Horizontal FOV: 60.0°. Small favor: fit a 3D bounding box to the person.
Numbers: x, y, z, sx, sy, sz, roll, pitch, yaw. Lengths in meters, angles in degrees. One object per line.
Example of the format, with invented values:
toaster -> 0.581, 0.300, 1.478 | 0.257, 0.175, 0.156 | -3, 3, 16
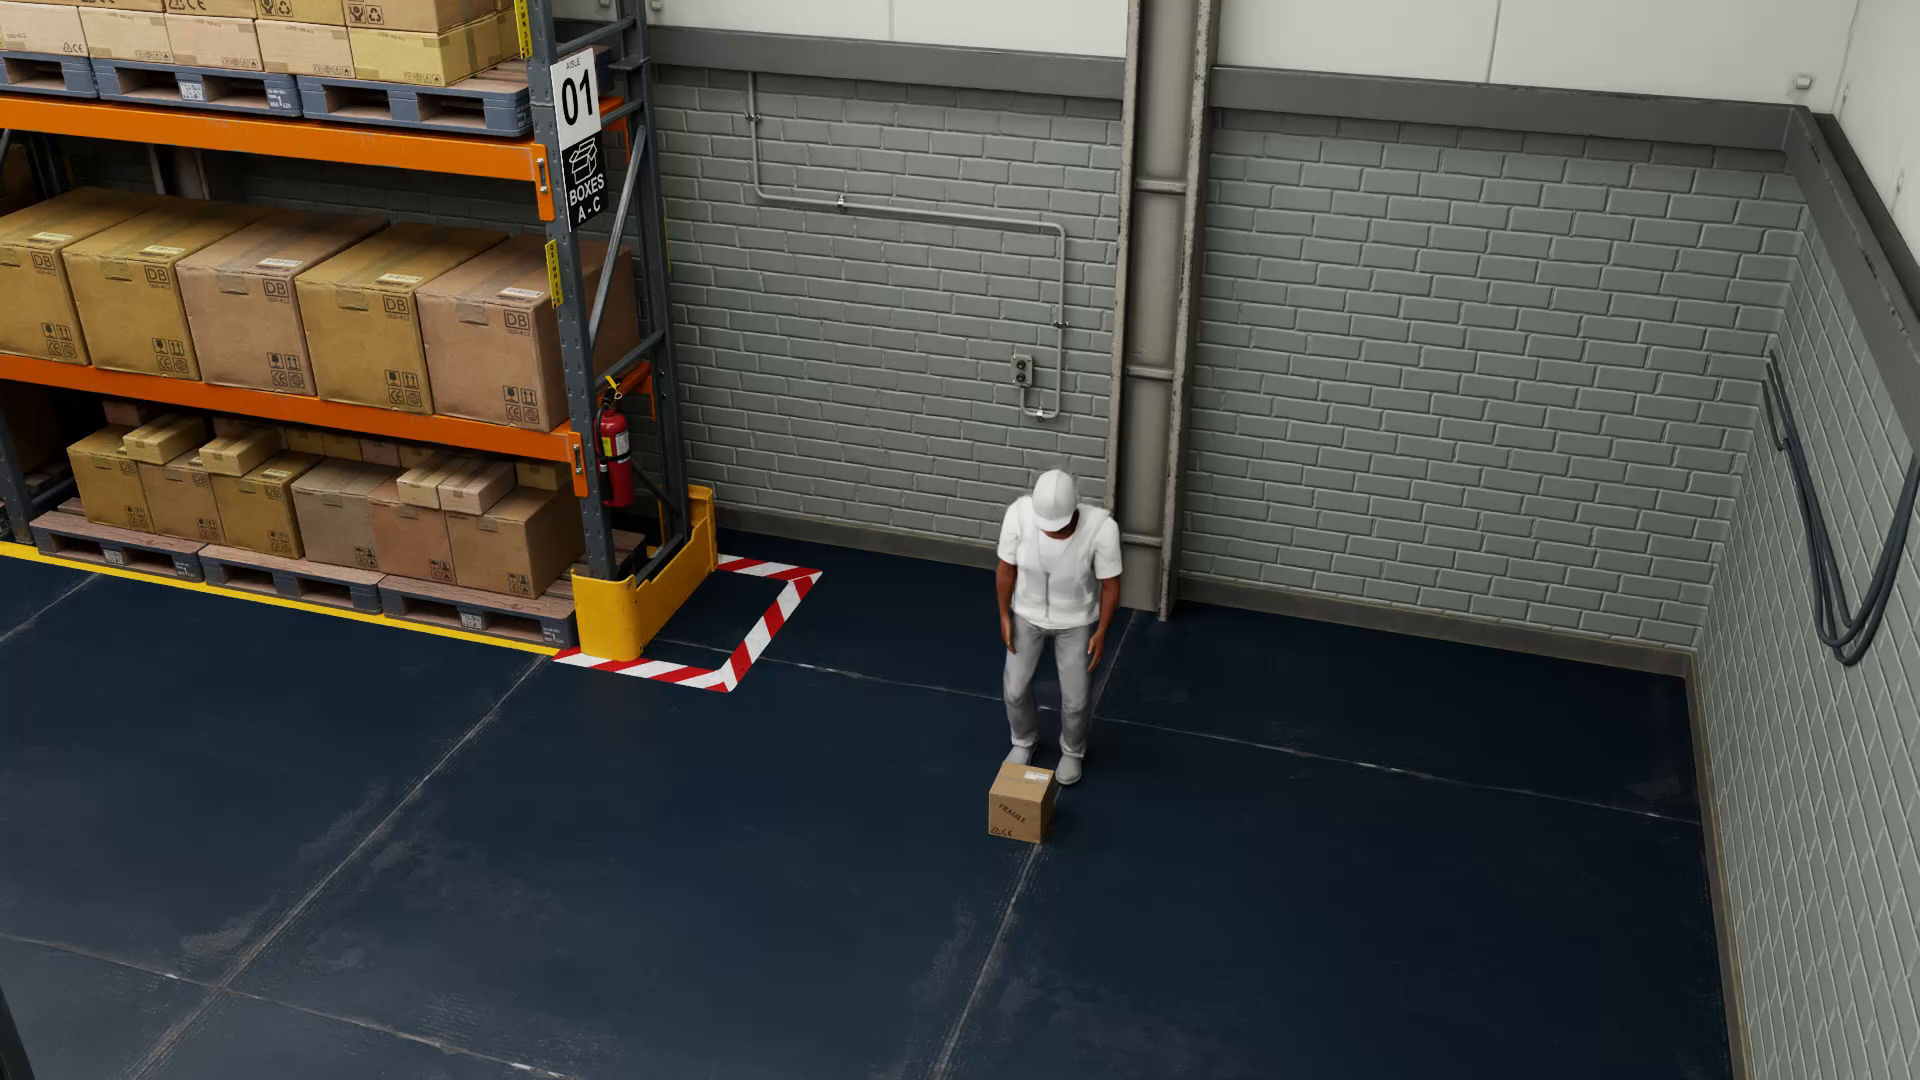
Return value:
person -> 0.454, 0.086, 7.686 | 0.599, 0.998, 0.491 | 9, 30, 16
